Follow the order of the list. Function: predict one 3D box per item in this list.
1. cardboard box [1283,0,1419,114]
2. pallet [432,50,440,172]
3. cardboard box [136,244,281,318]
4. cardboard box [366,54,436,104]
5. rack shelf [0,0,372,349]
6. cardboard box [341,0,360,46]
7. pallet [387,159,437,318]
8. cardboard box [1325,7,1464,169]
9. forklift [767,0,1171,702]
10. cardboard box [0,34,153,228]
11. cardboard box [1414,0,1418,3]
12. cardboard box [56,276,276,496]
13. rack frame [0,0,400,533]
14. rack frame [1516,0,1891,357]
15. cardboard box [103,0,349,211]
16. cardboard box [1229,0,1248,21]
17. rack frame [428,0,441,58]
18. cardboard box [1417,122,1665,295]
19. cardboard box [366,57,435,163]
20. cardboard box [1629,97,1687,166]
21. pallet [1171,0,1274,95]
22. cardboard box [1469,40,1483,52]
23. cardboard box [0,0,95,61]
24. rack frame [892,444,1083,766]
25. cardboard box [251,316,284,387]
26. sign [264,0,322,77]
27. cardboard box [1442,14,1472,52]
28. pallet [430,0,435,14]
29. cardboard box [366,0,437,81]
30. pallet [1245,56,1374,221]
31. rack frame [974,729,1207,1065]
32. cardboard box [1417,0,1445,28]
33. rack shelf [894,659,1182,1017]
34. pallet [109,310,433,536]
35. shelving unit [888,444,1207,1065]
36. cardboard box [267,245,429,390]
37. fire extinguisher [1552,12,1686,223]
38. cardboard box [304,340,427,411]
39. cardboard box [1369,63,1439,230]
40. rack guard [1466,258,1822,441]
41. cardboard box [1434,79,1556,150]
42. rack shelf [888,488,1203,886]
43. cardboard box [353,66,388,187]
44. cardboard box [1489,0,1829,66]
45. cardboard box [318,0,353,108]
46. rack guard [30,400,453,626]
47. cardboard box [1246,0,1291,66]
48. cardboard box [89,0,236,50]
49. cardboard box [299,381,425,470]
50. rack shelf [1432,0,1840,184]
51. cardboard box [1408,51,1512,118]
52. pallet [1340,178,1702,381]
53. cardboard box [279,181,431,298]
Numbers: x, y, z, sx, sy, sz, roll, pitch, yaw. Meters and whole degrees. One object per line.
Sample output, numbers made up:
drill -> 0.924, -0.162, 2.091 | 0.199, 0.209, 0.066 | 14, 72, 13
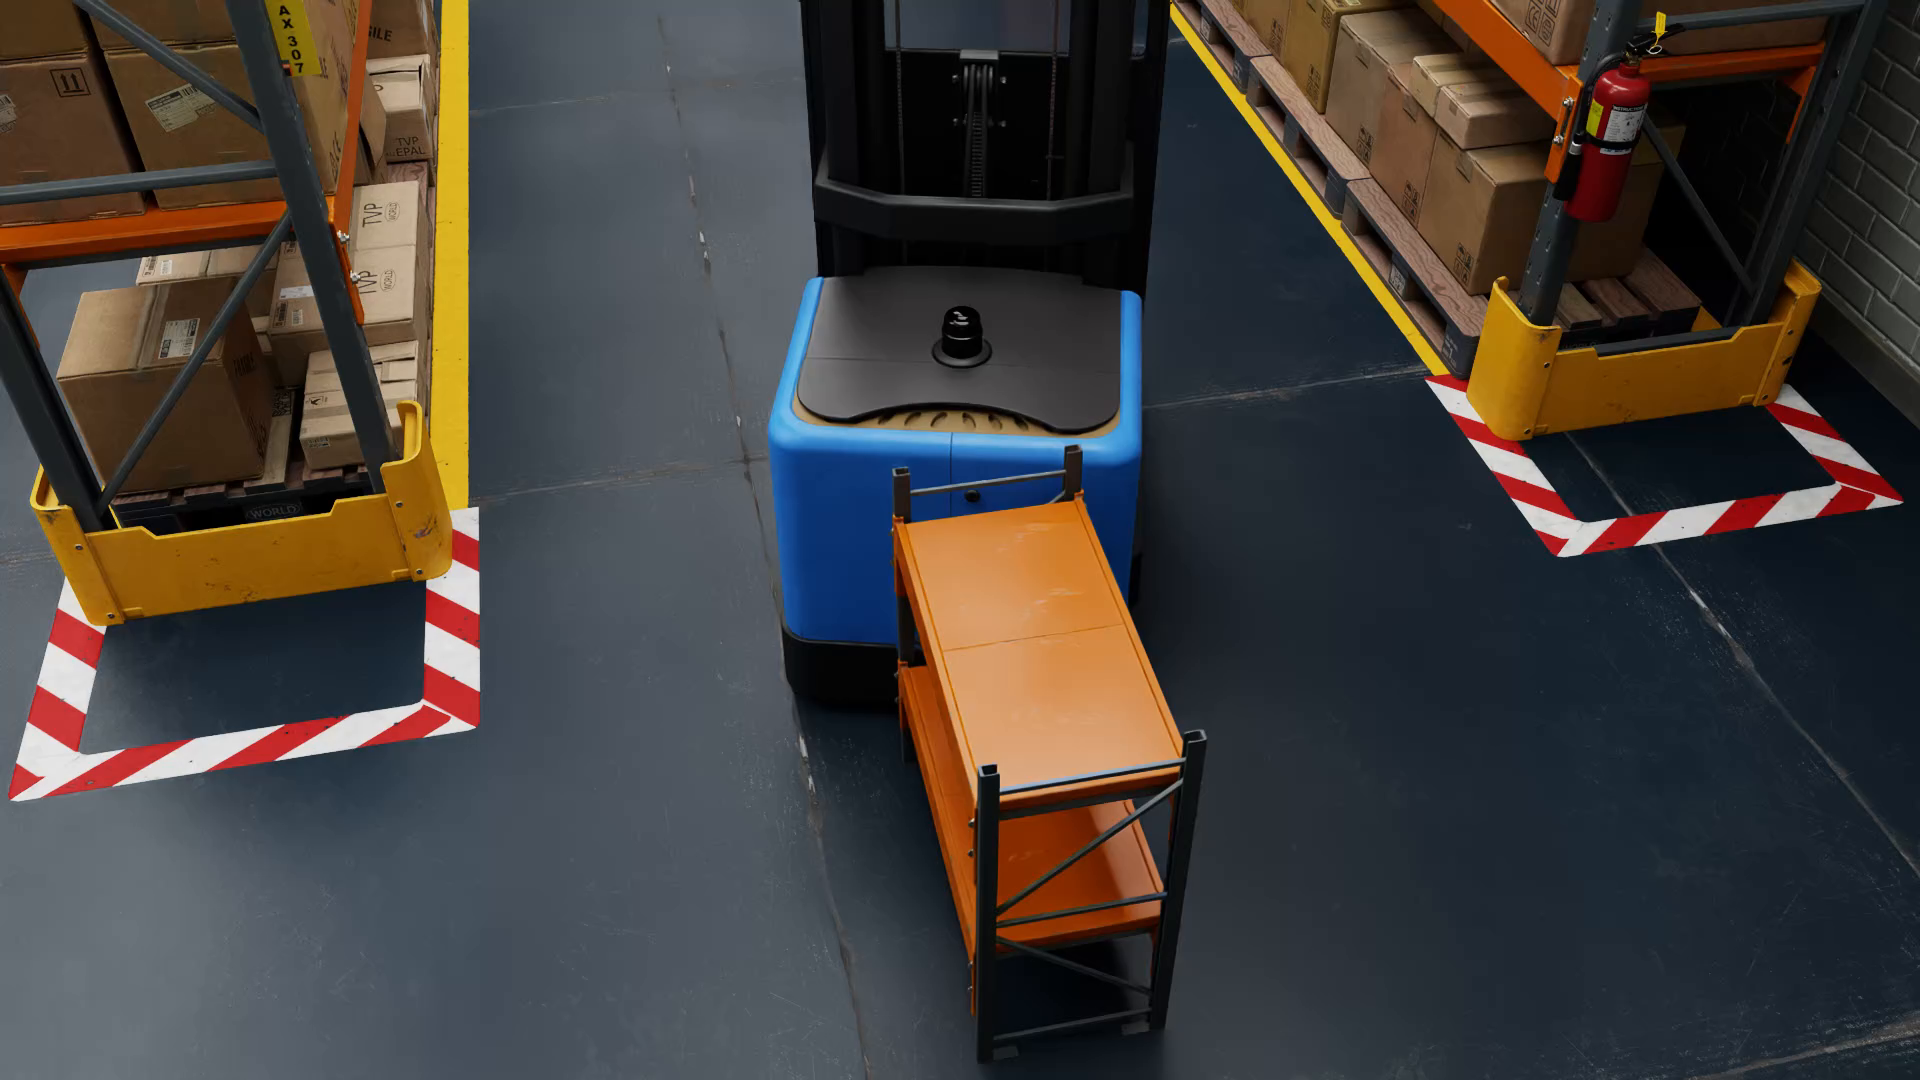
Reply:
cardboard box -> 1.940, -2.346, 7.700 | 0.700, 0.500, 0.500 | -7, 42, -8
pallet -> -3.024, -2.082, 7.937 | 1.003, 0.211, 1.213 | -8, 42, -9
cardboard box -> -2.842, -1.051, 6.414 | 0.500, 0.250, 0.500 | -8, 42, -9
cardboard box -> -2.632, -2.106, 7.679 | 0.380, 0.149, 0.250 | -8, 42, -9
rack shelf -> -2.740, -2.005, 6.291 | 1.077, 0.370, 4.000 | -8, 42, -9
cardboard box -> -2.368, -2.000, 5.668 | 0.500, 0.500, 0.500 | -8, 42, -9
pallet -> -2.757, -1.290, 7.044 | 1.003, 0.211, 1.213 | -8, 42, -9
cardboard box -> 2.062, -2.002, 7.312 | 0.700, 0.500, 0.500 | -10, 42, -11
forklift -> 0.094, -1.539, 5.276 | 1.130, 2.935, 3.031 | 3, 42, 3
cardboard box -> -2.670, -1.266, 4.842 | 0.500, 0.500, 0.500 | -7, 42, -8
cardboard box -> 2.172, -2.527, 7.416 | 0.380, 0.149, 0.250 | -9, 42, -10
cardboard box -> -2.666, -0.524, 5.633 | 0.500, 0.500, 0.500 | -8, 42, -9
rack frame -> -2.308, -0.978, 4.592 | 1.000, 3.000, 0.127 | -8, 42, -9
rack frame -> 2.528, -1.690, 5.394 | 1.000, 3.000, 0.127 | -8, 42, -9
cardboard box -> -2.146, -1.340, 4.925 | 0.500, 0.500, 0.500 | -8, 42, -8
cardboard box -> 1.726, -3.005, 8.443 | 0.700, 0.500, 0.500 | -8, 42, -9
rack frame -> -3.171, -3.570, 7.513 | 1.000, 3.000, 0.127 | -8, 42, -9
cardboard box -> 2.279, -1.351, 6.580 | 0.700, 0.500, 0.500 | -8, 42, -9
cardboard box -> -2.609, -1.915, 7.341 | 0.500, 0.311, 0.500 | -8, 42, -9
cardboard box -> 2.502, -1.542, 6.305 | 0.380, 0.149, 0.250 | -8, 42, -9
pallet -> 1.753, -2.736, 8.673 | 1.003, 0.211, 1.213 | -8, 42, -9
cardboard box -> 2.338, -2.032, 6.858 | 0.380, 0.149, 0.250 | -8, 42, -9
cardboard box -> -2.672, -1.638, 4.507 | 0.500, 0.500, 0.500 | -9, 42, -10
rack frame -> 0.072, 0.214, 4.662 | 0.500, 1.125, 0.032 | -8, 42, -9
cardboard box -> -2.665, -0.675, 6.054 | 0.380, 0.166, 0.250 | -8, 42, -9
sign -> -1.778, -1.379, 4.392 | 0.100, 0.325, 0.005 | -8, 42, -9
cardboard box -> 2.282, -2.197, 7.044 | 0.380, 0.149, 0.250 | -8, 42, -9
pallet -> -3.384, -3.049, 9.026 | 1.003, 0.211, 1.213 | -8, 42, -9
cardboard box -> -2.771, -2.471, 7.826 | 0.500, 0.500, 0.500 | -8, 42, -9
pallet -> 2.019, -1.943, 7.780 | 1.003, 0.211, 1.213 | -8, 42, -9
rack frame -> 0.284, 0.874, 3.918 | 0.500, 1.125, 0.032 | -8, 42, -9
cardboard box -> 2.226, -2.363, 7.231 | 0.380, 0.149, 0.250 | -8, 42, -9
rack shelf -> 0.178, 0.727, 4.452 | 0.538, 0.278, 1.000 | -8, 42, -9
pallet -> -2.497, -0.501, 6.155 | 1.003, 0.211, 1.213 | -8, 42, -9
shelving unit -> 0.178, 0.544, 4.290 | 0.538, 1.125, 1.048 | -8, 42, -9
cardboard box -> -2.256, -0.831, 6.167 | 0.500, 0.250, 0.500 | -8, 42, -9
fire extinguisher -> 2.110, -1.358, 5.359 | 0.296, 0.674, 0.183 | -8, 42, -9
cardboard box -> -2.117, -0.565, 5.930 | 0.380, 0.166, 0.250 | -8, 42, -9
cardboard box -> 2.171, -1.676, 6.945 | 0.700, 0.500, 0.500 | -8, 42, -9
rack guard -> 2.533, -0.739, 6.206 | 1.175, 0.500, 0.348 | -8, 42, -9
cardboard box -> 2.074, -1.651, 6.429 | 0.380, 0.149, 0.250 | -9, 42, -10
rack shelf -> 0.178, 0.325, 4.096 | 0.538, 0.278, 1.000 | -8, 42, -9
cardboard box -> -2.761, -1.584, 6.824 | 0.797, 0.503, 0.637 | -8, 42, -9
cardboard box -> 2.408, -2.131, 5.665 | 0.980, 0.700, 0.700 | -7, 42, -7
cardboard box -> -2.263, -1.674, 5.301 | 0.500, 0.500, 0.500 | -9, 42, -10
rack guard -> -2.324, -0.092, 5.477 | 1.175, 0.500, 0.348 | -8, 42, -9
cardboard box -> 1.831, -2.679, 8.075 | 0.700, 0.500, 0.500 | -9, 42, -10
cardboard box -> -2.146, -1.714, 4.593 | 0.500, 0.500, 0.500 | -7, 42, -8
cardboard box -> -2.063, -0.397, 5.753 | 0.380, 0.149, 0.250 | -8, 42, -9
rack shelf -> 2.096, -2.717, 7.093 | 1.077, 0.370, 4.000 | -8, 42, -9
cardboard box -> 2.018, -1.817, 6.615 | 0.380, 0.149, 0.250 | -7, 42, -8
pallet -> 2.279, -1.154, 6.891 | 1.003, 0.211, 1.213 | -8, 42, -9
cardboard box -> -2.364, -1.155, 6.532 | 0.500, 0.250, 0.500 | -8, 42, -9
